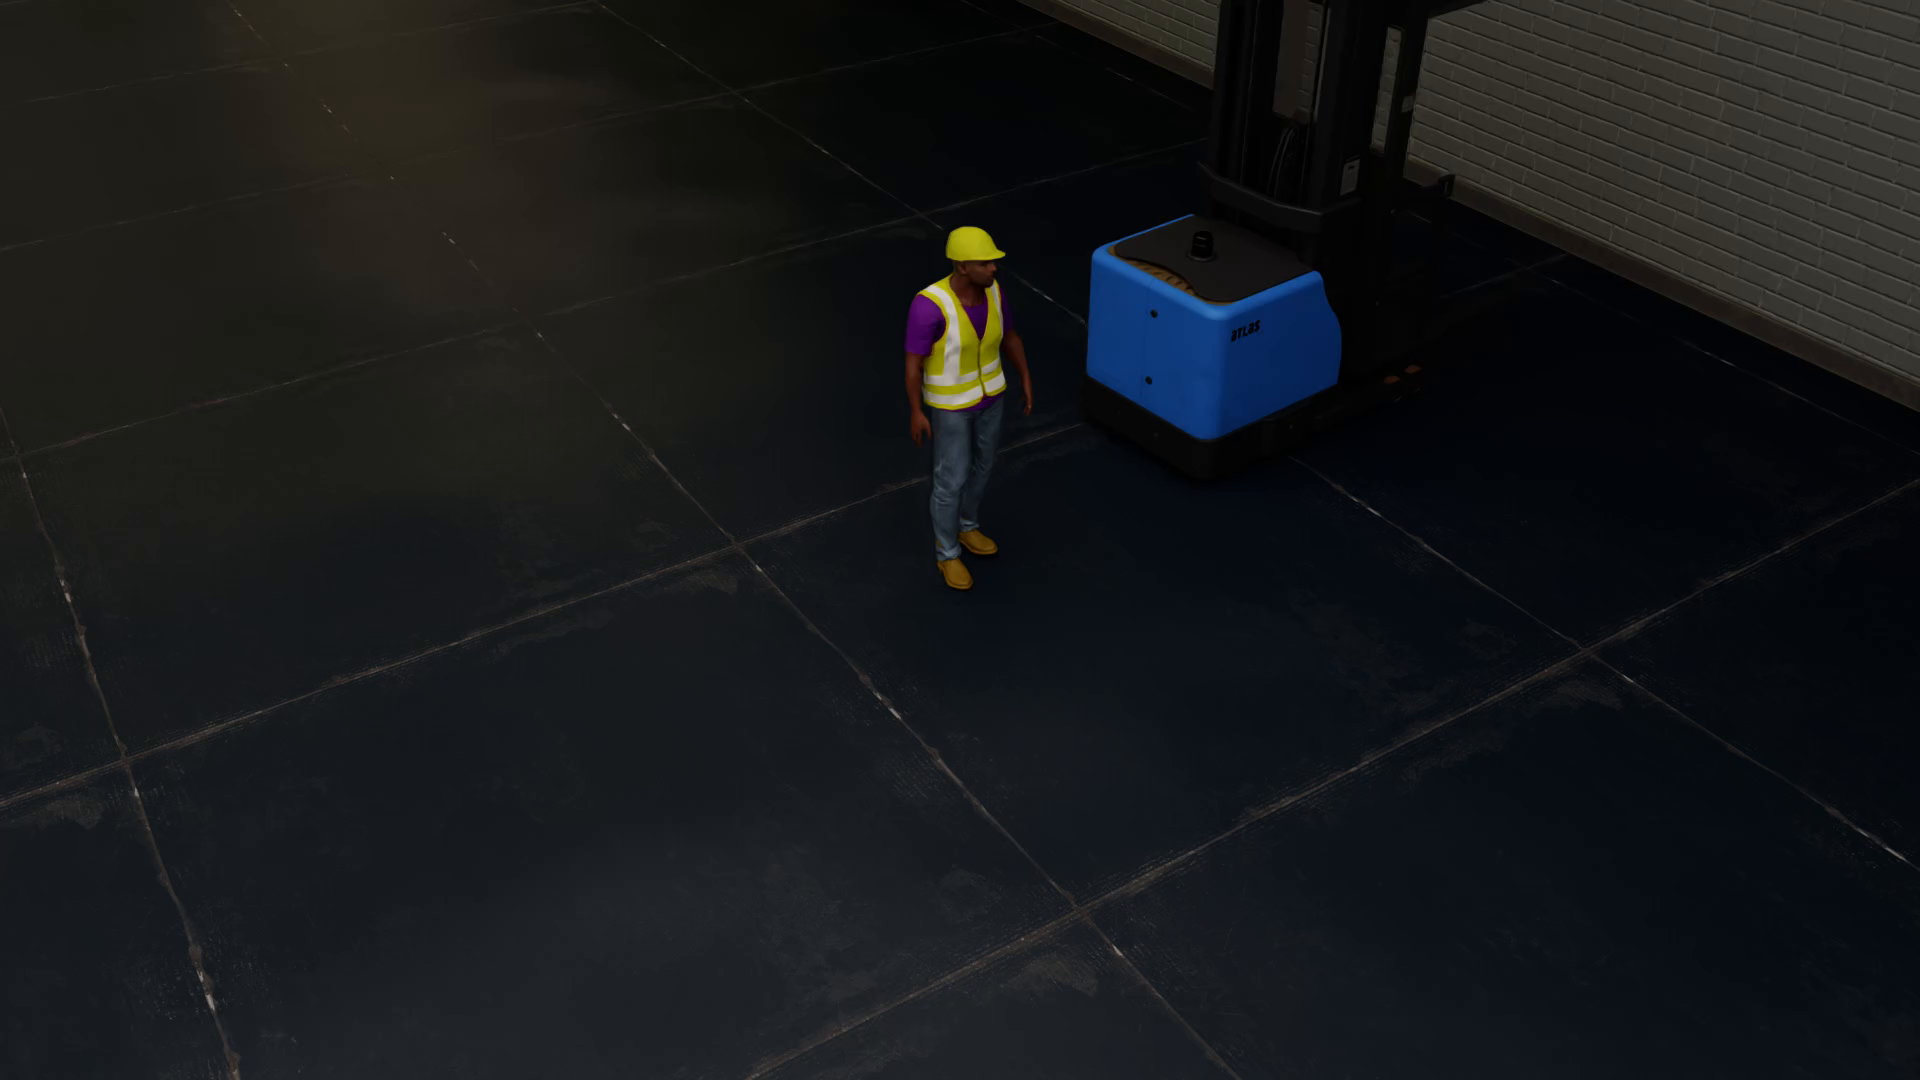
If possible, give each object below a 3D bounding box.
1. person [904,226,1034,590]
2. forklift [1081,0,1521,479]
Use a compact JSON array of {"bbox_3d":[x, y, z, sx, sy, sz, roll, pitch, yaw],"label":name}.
[{"bbox_3d":[0.080,-0.673,8.130,0.701,1.764,0.530,-27,43,-33],"label":"person"},{"bbox_3d":[2.177,-2.223,9.311,3.031,2.935,1.130,-24,42,-30],"label":"forklift"}]
